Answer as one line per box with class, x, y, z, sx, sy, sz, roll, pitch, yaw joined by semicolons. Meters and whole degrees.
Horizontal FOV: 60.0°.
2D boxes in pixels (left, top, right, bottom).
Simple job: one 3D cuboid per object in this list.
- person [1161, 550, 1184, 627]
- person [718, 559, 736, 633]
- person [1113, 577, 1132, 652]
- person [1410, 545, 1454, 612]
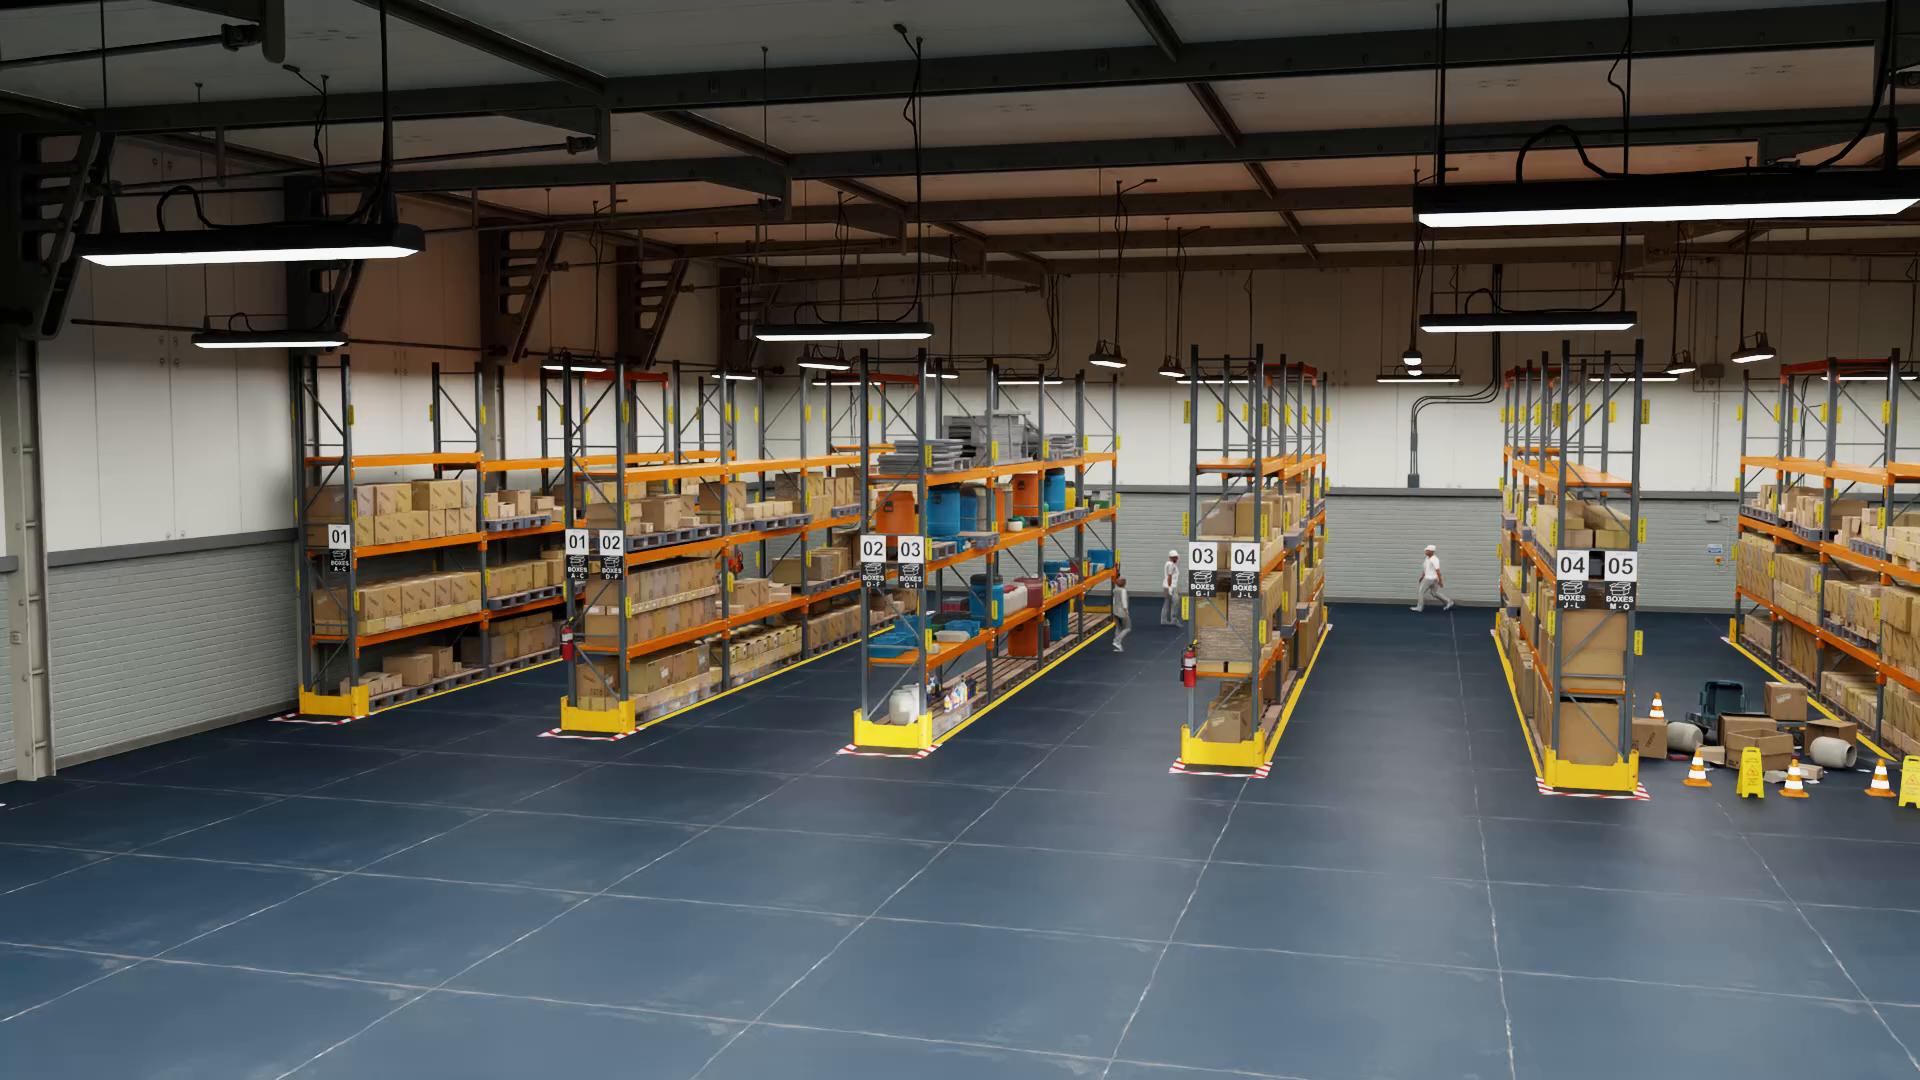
person;5.052;1.156;39.540;0.529;1.819;0.625;0;4;-2
person;-5.219;1.329;37.146;0.493;1.792;0.588;-4;6;-45
person;3.355;1.571;35.002;0.430;1.600;0.435;-2;5;-29
person;12.021;0.979;42.280;1.068;1.715;0.528;2;5;20
